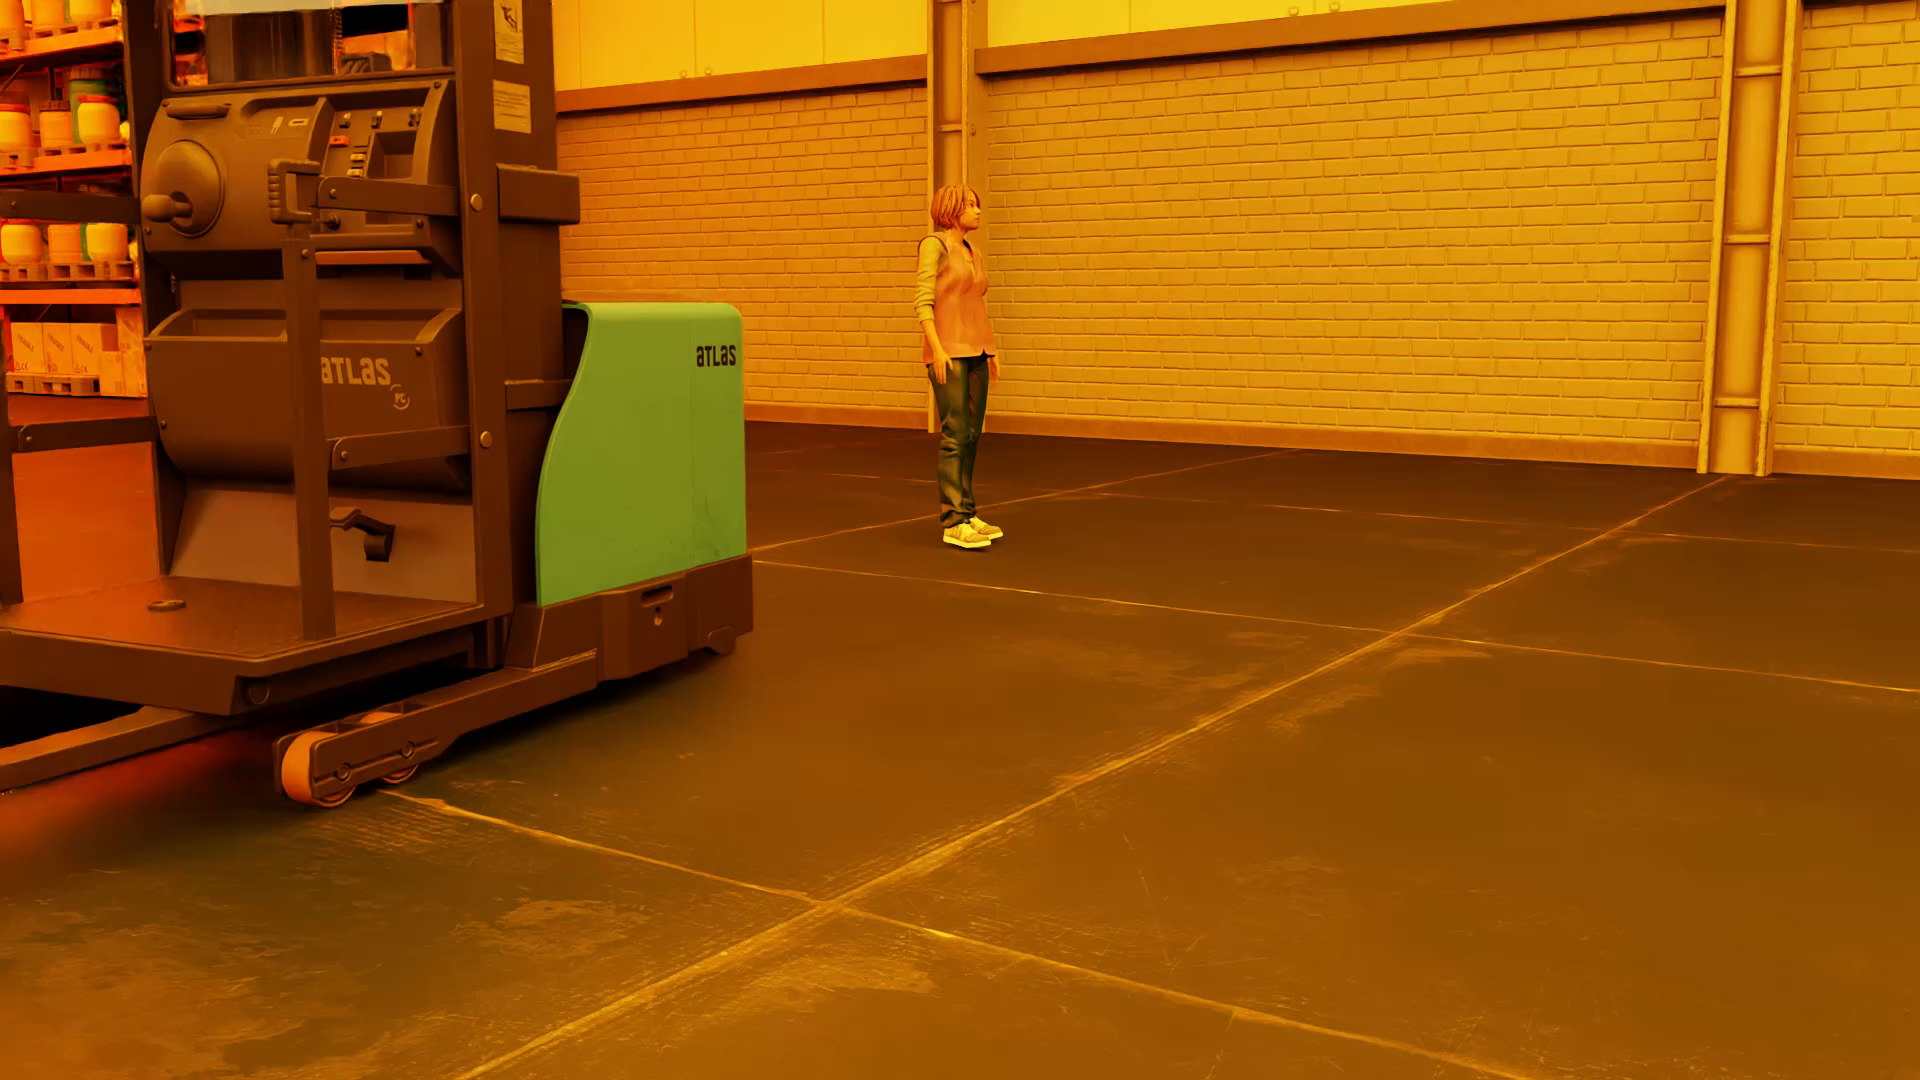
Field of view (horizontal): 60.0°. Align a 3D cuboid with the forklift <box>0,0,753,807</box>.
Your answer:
[{"bbox_3d":[-1.709,-0.945,3.841,1.130,2.935,3.031,4,9,24],"label":"forklift"}]

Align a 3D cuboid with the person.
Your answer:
[{"bbox_3d":[0.053,-0.791,7.438,0.476,1.597,0.520,5,10,34],"label":"person"}]
